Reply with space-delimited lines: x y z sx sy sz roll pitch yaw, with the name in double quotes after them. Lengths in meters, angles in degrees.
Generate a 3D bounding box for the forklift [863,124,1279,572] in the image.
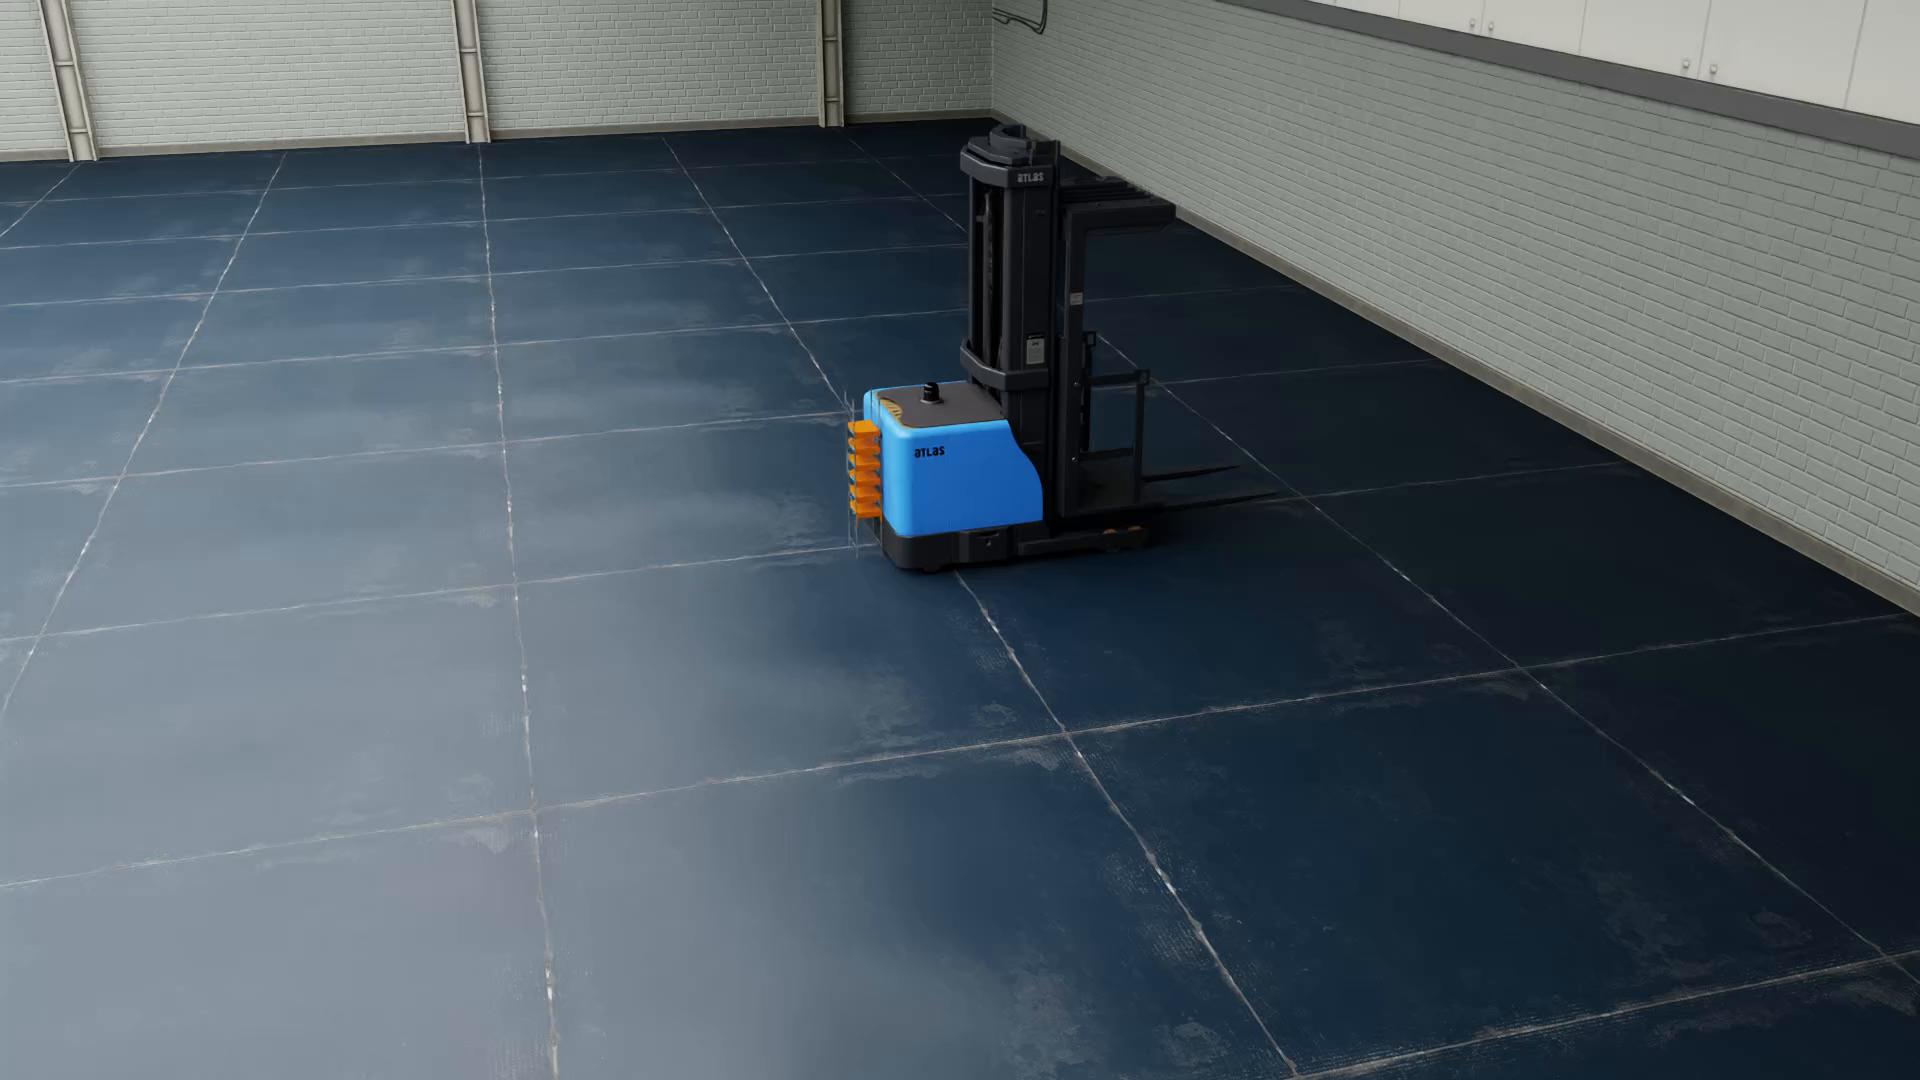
0.861 -1.447 11.905 3.031 2.935 1.130 -7 24 -16 "forklift"

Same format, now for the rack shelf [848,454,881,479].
-0.681 -0.535 11.783 0.180 0.103 0.258 -7 24 -16 "rack shelf"

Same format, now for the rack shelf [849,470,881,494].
-0.681 -0.424 11.830 0.180 0.103 0.258 -7 24 -16 "rack shelf"

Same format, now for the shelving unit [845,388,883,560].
-0.681 -0.465 11.813 0.189 1.200 0.258 -7 24 -16 "shelving unit"

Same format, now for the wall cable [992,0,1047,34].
0.934 -9.812 27.643 0.112 2.526 3.097 -6 24 -14 "wall cable"

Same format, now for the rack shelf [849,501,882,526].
-0.681 -0.204 11.925 0.180 0.103 0.258 -7 24 -16 "rack shelf"

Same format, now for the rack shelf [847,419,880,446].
-0.681 -0.755 11.688 0.180 0.103 0.258 -7 24 -16 "rack shelf"

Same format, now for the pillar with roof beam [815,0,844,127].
-1.096 -9.793 23.661 0.400 9.000 9.100 -6 24 -14 "pillar with roof beam"

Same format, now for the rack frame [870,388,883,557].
-0.594 -0.476 11.838 0.006 1.200 0.240 -7 24 -16 "rack frame"

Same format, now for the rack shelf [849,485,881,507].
-0.681 -0.314 11.877 0.180 0.103 0.258 -7 24 -16 "rack shelf"

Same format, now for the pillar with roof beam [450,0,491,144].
-6.873 -9.154 22.171 0.400 9.000 9.100 -6 24 -14 "pillar with roof beam"

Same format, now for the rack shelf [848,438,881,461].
-0.681 -0.645 11.735 0.180 0.103 0.258 -7 24 -16 "rack shelf"

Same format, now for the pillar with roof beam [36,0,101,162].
-12.650 -8.515 20.682 0.400 9.000 9.100 -6 24 -14 "pillar with roof beam"

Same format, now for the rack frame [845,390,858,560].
-0.768 -0.454 11.787 0.006 1.200 0.240 -7 24 -16 "rack frame"
